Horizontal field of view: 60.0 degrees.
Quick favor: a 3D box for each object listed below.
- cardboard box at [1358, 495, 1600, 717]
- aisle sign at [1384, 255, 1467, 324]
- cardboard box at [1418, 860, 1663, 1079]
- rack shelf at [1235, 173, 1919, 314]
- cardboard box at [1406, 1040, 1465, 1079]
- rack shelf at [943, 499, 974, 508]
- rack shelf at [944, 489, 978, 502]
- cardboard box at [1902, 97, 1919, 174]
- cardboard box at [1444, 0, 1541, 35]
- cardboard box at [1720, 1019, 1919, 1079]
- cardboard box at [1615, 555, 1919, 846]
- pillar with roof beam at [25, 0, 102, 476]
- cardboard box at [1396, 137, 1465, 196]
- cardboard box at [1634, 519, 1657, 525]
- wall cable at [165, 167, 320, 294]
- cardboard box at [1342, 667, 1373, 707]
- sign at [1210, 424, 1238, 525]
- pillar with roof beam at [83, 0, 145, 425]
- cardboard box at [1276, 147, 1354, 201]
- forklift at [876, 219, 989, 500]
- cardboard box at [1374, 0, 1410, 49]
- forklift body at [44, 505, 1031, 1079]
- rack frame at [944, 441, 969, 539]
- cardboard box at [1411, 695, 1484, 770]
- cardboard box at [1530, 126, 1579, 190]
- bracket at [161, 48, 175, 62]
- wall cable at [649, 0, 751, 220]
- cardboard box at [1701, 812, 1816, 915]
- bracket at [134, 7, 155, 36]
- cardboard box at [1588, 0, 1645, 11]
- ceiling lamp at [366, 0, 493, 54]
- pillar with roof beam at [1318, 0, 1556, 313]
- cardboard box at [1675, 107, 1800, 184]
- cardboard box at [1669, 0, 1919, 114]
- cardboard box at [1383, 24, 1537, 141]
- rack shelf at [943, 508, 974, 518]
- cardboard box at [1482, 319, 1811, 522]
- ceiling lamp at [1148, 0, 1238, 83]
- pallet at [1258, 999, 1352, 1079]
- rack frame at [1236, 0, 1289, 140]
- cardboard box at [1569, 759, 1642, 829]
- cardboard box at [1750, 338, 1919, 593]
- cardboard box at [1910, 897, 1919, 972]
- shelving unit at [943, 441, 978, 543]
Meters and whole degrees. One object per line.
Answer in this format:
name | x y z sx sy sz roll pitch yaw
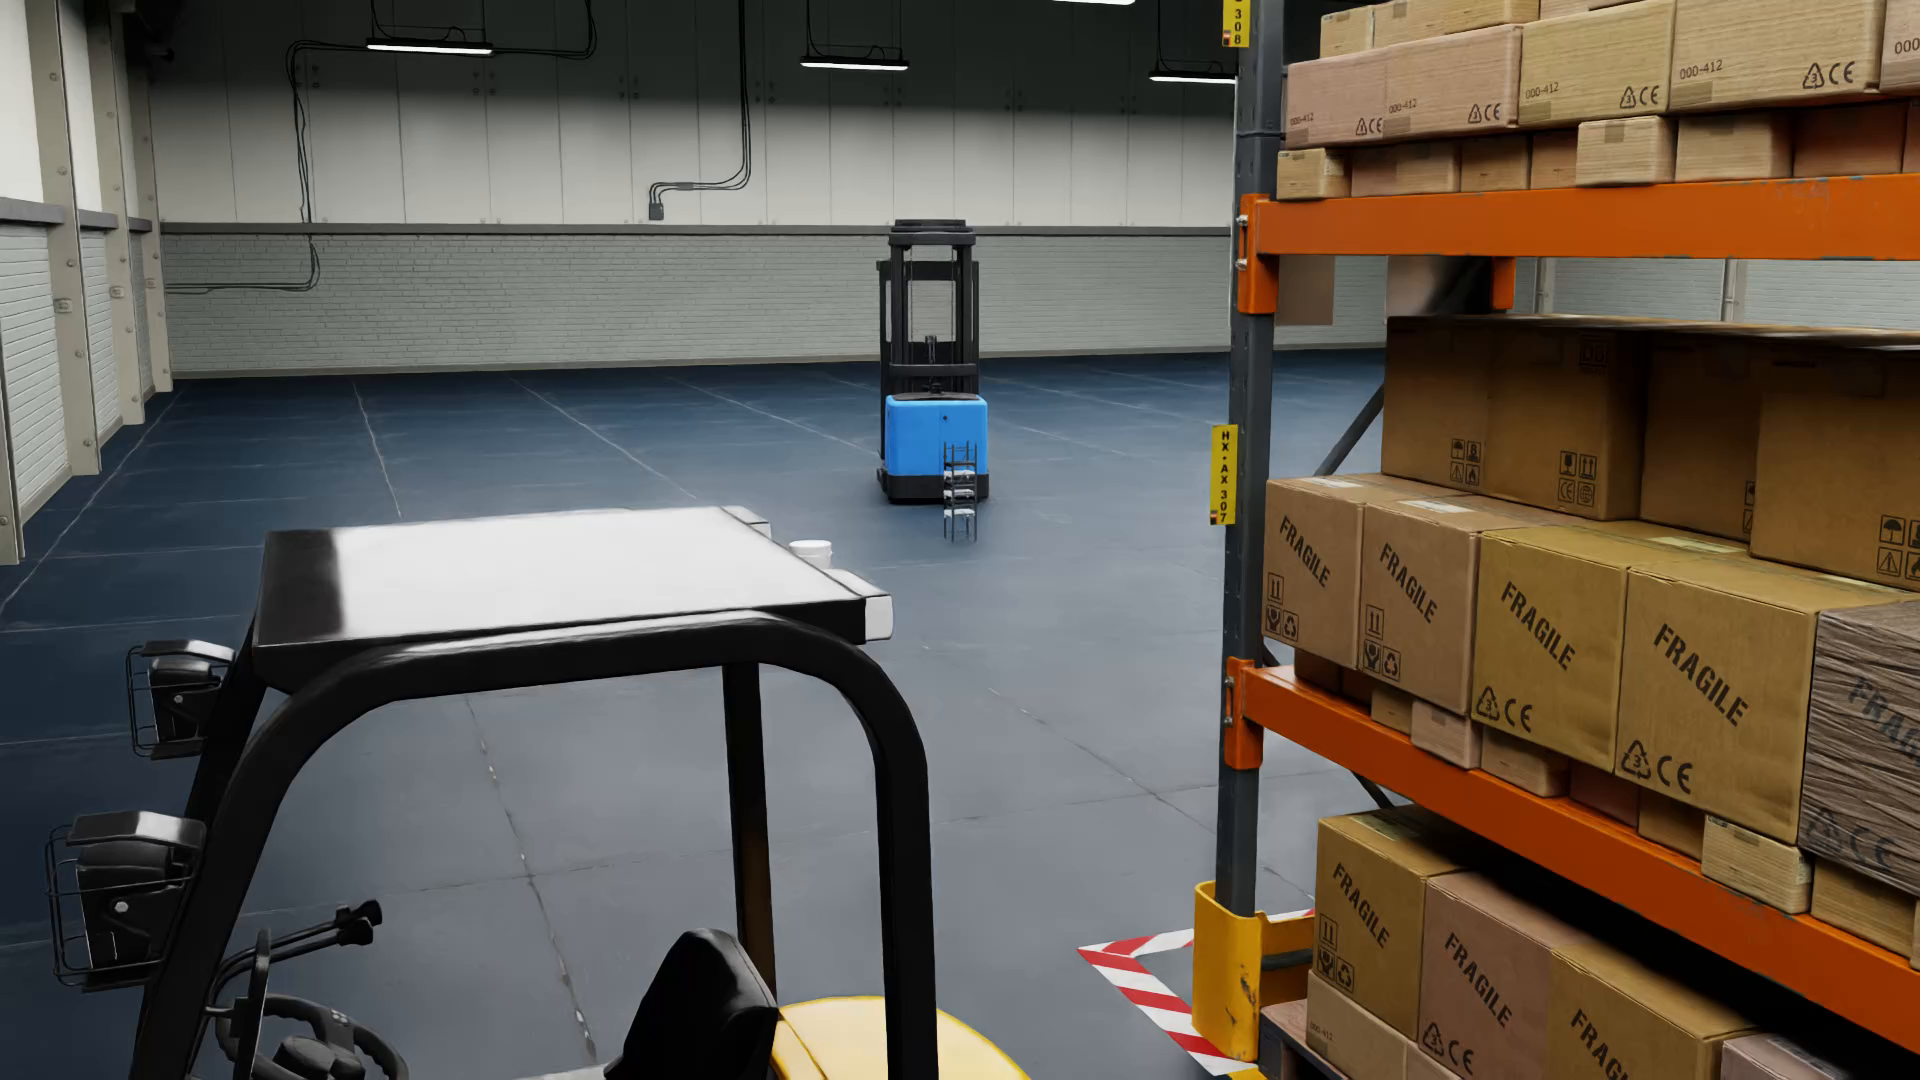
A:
cardboard box | 1.469 0.164 4.629 0.500 0.500 0.500 -4 11 -19
aisle sign | 1.613 -1.128 5.604 0.394 0.787 0.004 -4 11 -21
cardboard box | 1.603 1.196 4.471 0.500 0.500 0.500 -4 11 -23
rack shelf | 2.090 -0.616 3.637 1.077 0.370 4.000 -4 11 -21
cardboard box | 1.578 1.560 4.566 0.500 0.250 0.500 -3 11 -19
rack shelf | 0.003 -0.320 15.185 0.258 0.077 0.200 -4 11 -21
rack shelf | 0.003 -0.409 15.170 0.258 0.077 0.200 -4 11 -21
cardboard box | 2.042 -0.769 3.159 0.380 0.149 0.250 -4 11 -20
cardboard box | 1.465 -1.364 4.228 0.380 0.149 0.250 -4 11 -21
cardboard box | 1.979 1.365 3.521 0.500 0.500 0.500 -3 11 -18
cardboard box | 1.847 0.329 3.698 0.500 0.500 0.500 -4 11 -22
pillar with roof beam | -6.357 -5.498 20.465 9.100 9.000 0.400 -4 11 -21
cardboard box | 1.426 -1.016 4.546 0.380 0.149 0.250 -4 11 -19
cardboard box | 1.996 0.138 4.776 0.500 0.500 0.500 -4 11 -21
wall cable | -14.553 -6.220 33.387 3.097 2.526 0.112 -4 11 -21
cardboard box | 1.401 0.413 5.082 0.380 0.149 0.250 -4 11 -20
sign | 0.860 -0.212 5.402 0.100 0.325 0.005 -4 11 -21
pillar with roof beam | -8.532 -6.478 25.970 9.100 9.000 0.548 -4 11 -21
cardboard box | 1.183 -1.098 5.011 0.380 0.149 0.250 -4 11 -21
forklift | -0.362 -2.076 18.550 1.130 2.935 3.031 -1 10 -6
cardboard box | 1.410 -1.454 4.737 0.380 0.149 0.250 -4 11 -21
forklift body | -0.872 1.107 2.883 2.313 2.155 1.214 -4 11 -21
rack frame | -0.034 -0.458 15.257 0.240 0.900 0.006 -4 11 -21
cardboard box | 1.470 0.506 4.560 0.380 0.149 0.250 -4 11 -20
cardboard box | 1.638 -0.934 4.086 0.380 0.149 0.250 -4 11 -23
bracket | -15.397 -9.433 32.307 0.235 0.232 0.430 -4 11 -21
wall cable | -5.700 -10.023 36.190 2.305 6.003 0.169 -4 11 -21
cardboard box | 1.851 0.675 3.609 0.380 0.149 0.250 -4 11 -20
bracket | -13.303 -8.490 27.007 0.076 0.066 4.783 -4 11 -21
cardboard box | 1.663 -1.282 3.766 0.380 0.149 0.250 -4 11 -19
ceiling lamp | -8.891 -9.728 27.578 2.000 3.185 0.800 -4 11 -21
pillar with roof beam | 10.628 -8.910 39.643 9.100 9.000 0.548 -4 11 -21
cardboard box | 1.788 -0.847 3.599 0.380 0.149 0.250 -4 11 -22
cardboard box | 1.851 -1.020 3.432 0.500 0.250 0.500 -4 11 -20
cardboard box | 1.473 -1.187 4.374 0.500 0.250 0.500 -4 11 -22
rack shelf | 0.003 -0.232 15.201 0.258 0.077 0.200 -4 11 -21
cardboard box | 1.931 -0.355 4.691 0.700 0.500 0.500 -4 11 -20
ceiling lamp | 4.576 -10.645 32.733 2.000 3.185 0.800 -4 11 -21
pallet | 1.655 1.700 5.088 1.003 0.211 1.213 -4 11 -21
rack frame | 1.366 -2.773 5.146 1.000 3.000 0.127 -4 11 -21
cardboard box | 1.747 0.585 4.113 0.380 0.149 0.250 -4 11 -19
cardboard box | 2.263 -0.188 3.753 0.700 0.500 0.500 -4 11 -21
cardboard box | 2.043 0.758 3.141 0.380 0.149 0.250 -4 11 -22
shelving unit | 0.003 -0.442 15.164 0.258 0.900 0.210 -4 11 -21
